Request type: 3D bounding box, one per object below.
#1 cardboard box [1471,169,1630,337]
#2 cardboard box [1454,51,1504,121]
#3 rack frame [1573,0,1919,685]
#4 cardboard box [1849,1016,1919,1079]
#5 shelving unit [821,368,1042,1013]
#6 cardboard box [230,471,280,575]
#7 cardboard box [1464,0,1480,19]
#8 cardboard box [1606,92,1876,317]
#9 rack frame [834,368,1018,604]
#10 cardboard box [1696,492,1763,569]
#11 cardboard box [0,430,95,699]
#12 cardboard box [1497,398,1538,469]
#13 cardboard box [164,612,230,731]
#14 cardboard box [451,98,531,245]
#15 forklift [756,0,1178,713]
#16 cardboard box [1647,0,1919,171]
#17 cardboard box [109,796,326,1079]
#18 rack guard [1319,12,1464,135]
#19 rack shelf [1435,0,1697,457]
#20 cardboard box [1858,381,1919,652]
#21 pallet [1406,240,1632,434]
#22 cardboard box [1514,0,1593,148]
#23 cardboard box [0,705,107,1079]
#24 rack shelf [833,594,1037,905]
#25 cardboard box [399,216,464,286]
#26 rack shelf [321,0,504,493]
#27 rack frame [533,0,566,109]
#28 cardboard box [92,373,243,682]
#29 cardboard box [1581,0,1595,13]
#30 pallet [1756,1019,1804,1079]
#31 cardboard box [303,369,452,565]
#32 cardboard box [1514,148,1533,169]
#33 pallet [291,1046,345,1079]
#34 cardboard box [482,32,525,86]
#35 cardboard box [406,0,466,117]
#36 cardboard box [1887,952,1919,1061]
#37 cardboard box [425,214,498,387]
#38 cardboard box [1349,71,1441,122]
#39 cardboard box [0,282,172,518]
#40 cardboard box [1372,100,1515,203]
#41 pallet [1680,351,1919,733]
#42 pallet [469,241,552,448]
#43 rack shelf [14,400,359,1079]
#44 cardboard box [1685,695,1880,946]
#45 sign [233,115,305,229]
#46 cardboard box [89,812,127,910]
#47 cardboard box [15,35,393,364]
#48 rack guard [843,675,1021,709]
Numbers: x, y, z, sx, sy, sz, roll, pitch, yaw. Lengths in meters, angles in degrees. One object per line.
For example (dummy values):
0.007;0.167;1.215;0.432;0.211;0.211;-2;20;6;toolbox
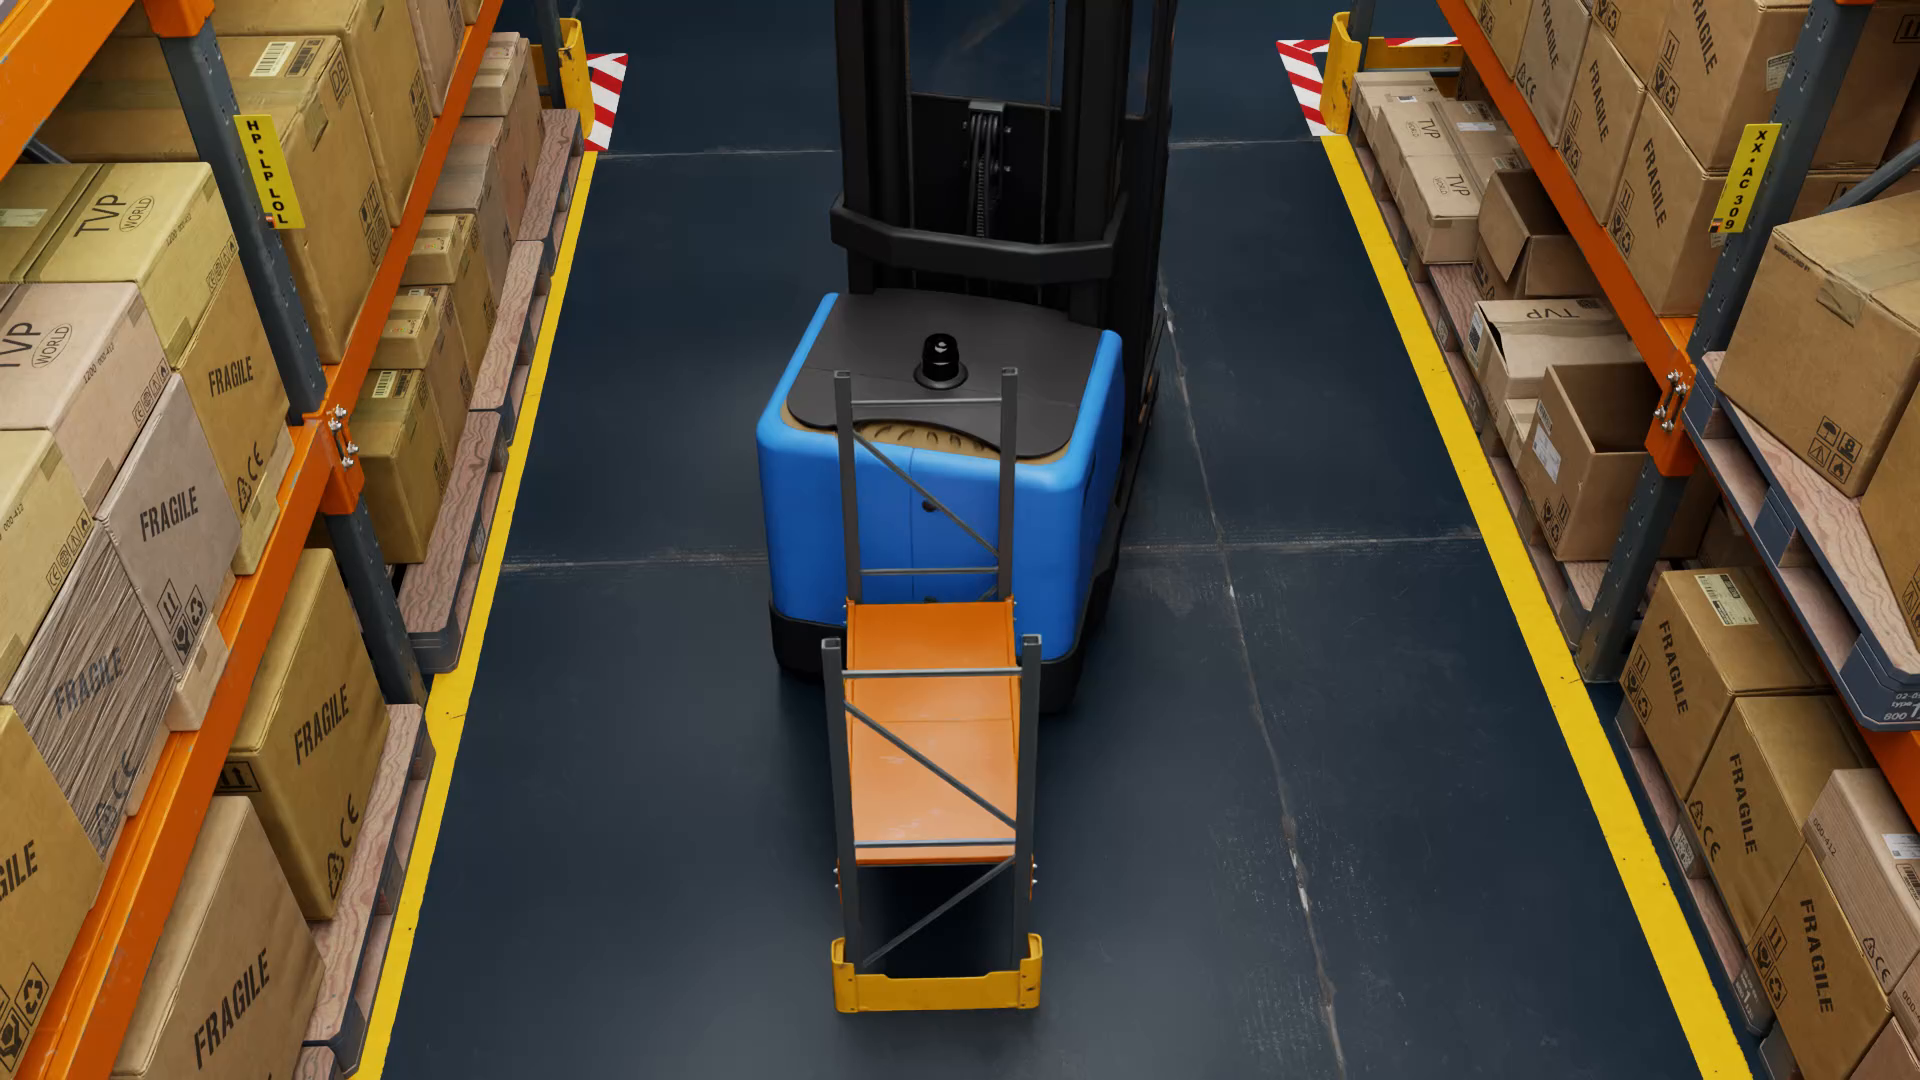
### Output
2.554;-1.174;6.833;0.797;0.503;0.637;-2;43;-2;cardboard box
2.738;-2.245;8.004;0.500;0.500;0.500;-2;43;-2;cardboard box
2.639;-0.664;4.754;1.000;3.000;0.127;-2;43;-2;rack frame
2.484;1.468;3.953;0.500;0.500;0.500;-3;43;-3;cardboard box
-0.079;0.434;4.667;0.587;1.500;1.083;-1;43;-1;shelving unit
-1.979;-0.044;4.249;0.380;0.149;0.250;-1;43;-1;cardboard box
2.270;-2.407;6.582;0.500;0.500;0.500;-2;43;-2;cardboard box
2.361;-1.031;5.081;0.500;0.500;0.500;-1;43;-1;cardboard box
-0.093;0.097;5.034;0.500;1.500;0.032;-1;43;-1;rack frame
2.837;-0.124;5.830;0.500;0.311;0.500;-2;43;-2;cardboard box
-2.001;0.048;3.113;0.500;0.250;0.500;-1;43;-1;cardboard box
2.255;-0.403;6.254;0.380;0.149;0.250;-2;43;-2;cardboard box
-1.943;0.309;3.864;0.380;0.149;0.250;-2;43;-2;cardboard box
-2.329;-1.645;7.364;0.700;0.500;0.500;-2;43;-2;cardboard box
0.196;-1.516;5.735;1.130;2.935;3.031;9;43;10;forklift
2.358;-1.403;4.747;0.500;0.500;0.500;-1;43;-2;cardboard box
-2.112;1.154;4.052;0.750;0.750;0.750;0;43;0;cardboard box
2.472;-2.391;8.489;1.175;0.500;0.348;-2;43;-2;rack guard
2.554;-1.749;6.470;1.077;0.370;4.000;-2;43;-2;rack shelf
2.528;-0.067;3.718;0.700;0.500;0.500;5;43;5;cardboard box
2.556;-0.925;7.103;1.003;0.211;1.213;-2;43;-2;pallet
2.314;-1.725;5.839;0.500;0.500;0.500;-1;43;-1;cardboard box
-1.968;0.652;3.010;0.500;0.500;0.500;-1;43;-1;cardboard box
-0.078;0.573;4.781;0.538;0.185;1.000;-1;43;-1;rack shelf
-2.094;-1.088;6.276;0.380;0.149;0.250;-3;43;-3;cardboard box
-2.395;-1.604;6.313;1.077;0.370;4.000;-2;43;-2;rack shelf
-2.480;-3.219;7.542;1.000;3.000;0.127;-2;43;-2;rack frame
-2.007;-0.024;3.748;0.500;0.500;0.500;-1;43;-1;cardboard box
2.313;-2.089;5.495;0.500;0.500;0.500;-1;43;-1;cardboard box
2.766;1.738;4.198;1.003;0.211;1.213;-2;43;-2;pallet
-2.240;-0.260;5.853;0.700;0.500;0.500;-1;43;-1;cardboard box
2.748;-1.511;7.387;0.500;0.250;0.500;-2;43;-2;cardboard box
-2.148;1.853;4.072;1.003;0.211;1.213;-2;43;-2;pallet
-2.163;-2.141;7.425;0.380;0.149;0.250;-2;43;-2;cardboard box
-2.383;-1.980;5.968;0.980;0.700;0.700;-4;43;-4;cardboard box
2.480;1.166;3.727;0.500;0.250;0.500;-2;43;-3;cardboard box
-2.277;-0.946;6.601;0.700;0.500;0.500;-1;43;-1;cardboard box
2.143;-2.183;8.196;0.380;0.149;0.250;-2;43;-2;cardboard box
-2.023;-0.296;3.489;0.500;0.250;0.500;-1;43;-1;cardboard box
2.230;-1.800;7.703;0.500;0.250;0.500;-2;43;-2;cardboard box
2.563;-0.050;4.227;1.003;0.211;1.213;-2;43;-2;pallet
-2.319;-0.832;7.002;1.003;0.211;1.213;-2;43;-2;pallet
-2.226;1.096;3.366;1.077;0.370;4.000;-2;43;-2;rack shelf
2.449;0.789;4.694;0.500;0.500;0.500;-1;43;-1;cardboard box
-1.769;-0.939;4.256;0.100;0.325;0.005;-2;43;-2;sign
-2.003;0.645;3.497;0.380;0.149;0.250;-3;43;-3;cardboard box
-2.317;-0.996;4.895;0.980;0.700;0.700;-1;43;-1;cardboard box
-0.093;0.558;5.456;0.587;0.250;0.087;-1;43;-1;rack guard
